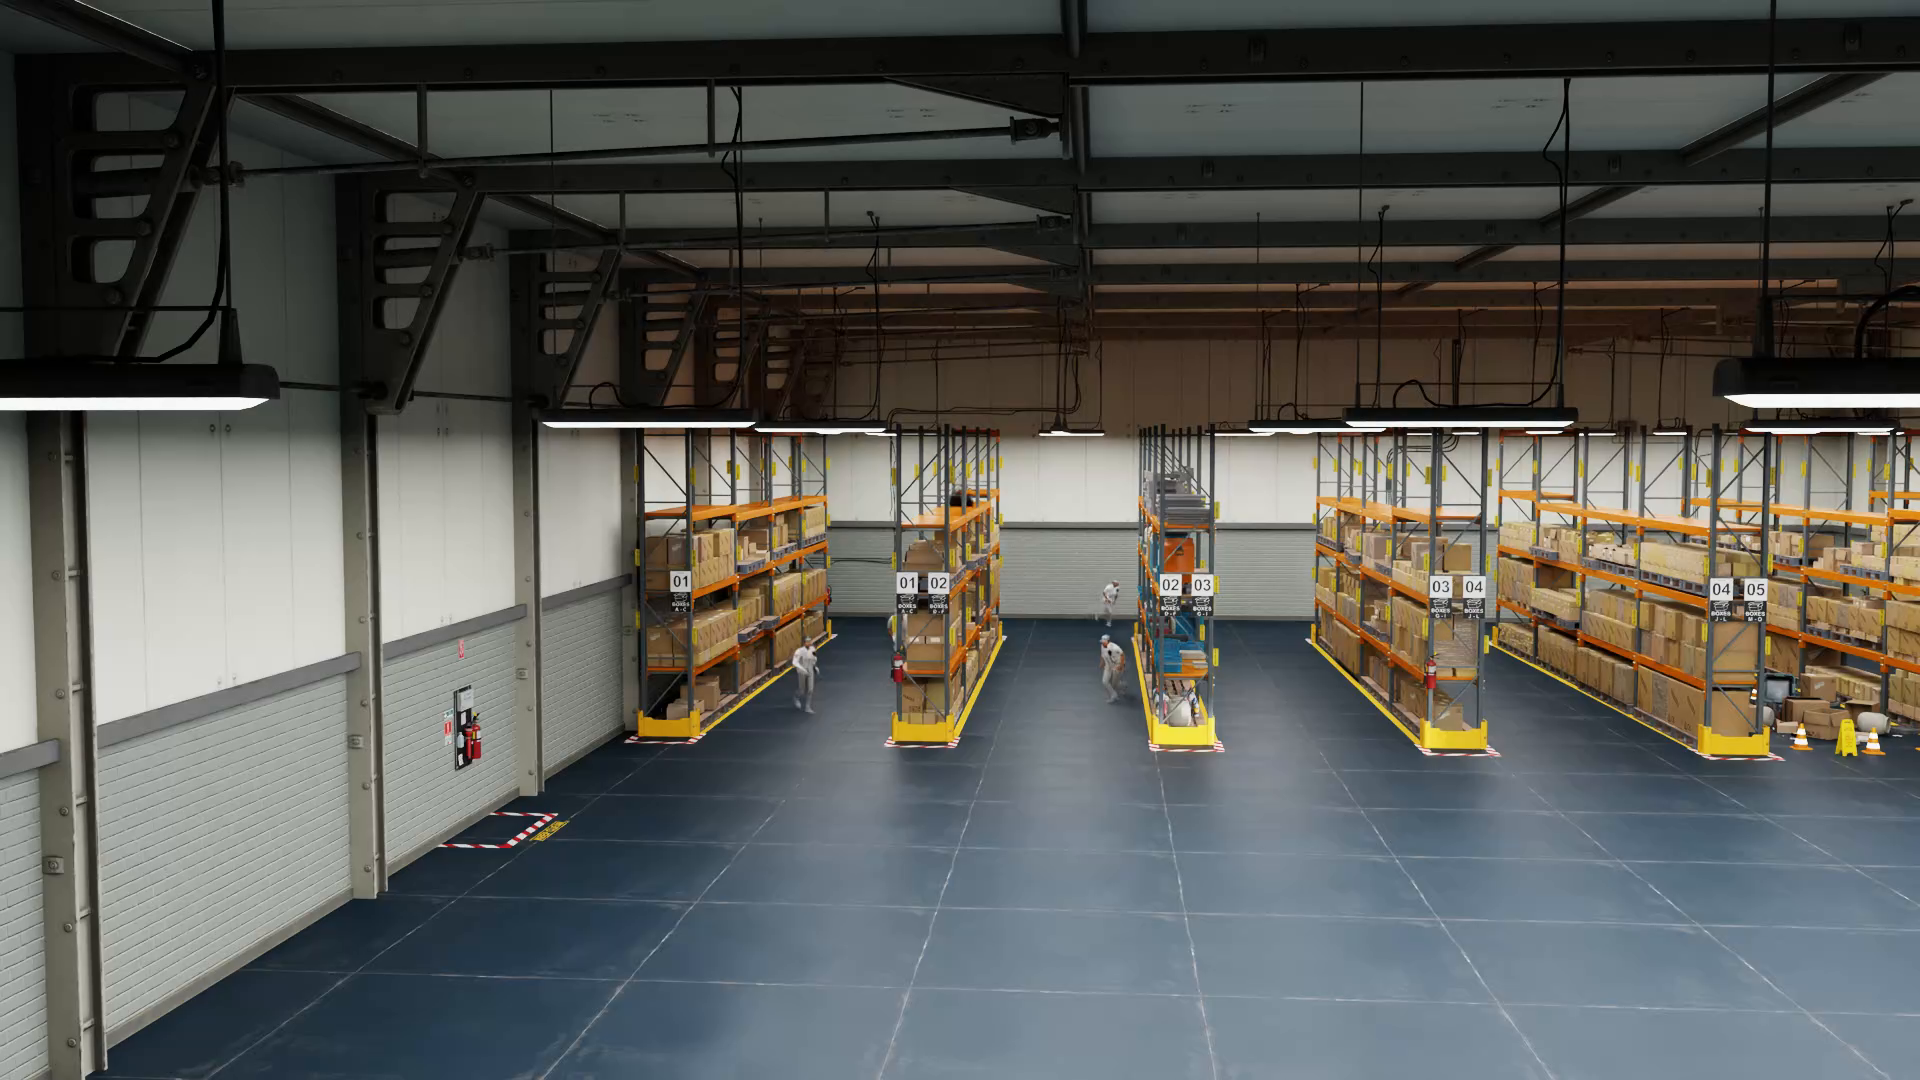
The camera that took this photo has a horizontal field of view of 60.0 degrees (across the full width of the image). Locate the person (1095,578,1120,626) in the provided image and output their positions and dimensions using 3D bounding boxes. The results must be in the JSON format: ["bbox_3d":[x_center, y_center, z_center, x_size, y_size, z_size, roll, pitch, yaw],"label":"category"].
[{"bbox_3d":[4.541,1.895,50.963,0.572,1.484,0.946,-3,5,-40],"label":"person"}]

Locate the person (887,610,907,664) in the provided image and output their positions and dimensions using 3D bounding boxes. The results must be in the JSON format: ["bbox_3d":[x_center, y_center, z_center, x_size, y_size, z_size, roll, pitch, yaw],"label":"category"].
[{"bbox_3d":[-1.473,2.431,40.738,0.664,1.615,0.936,-1,4,-12],"label":"person"}]

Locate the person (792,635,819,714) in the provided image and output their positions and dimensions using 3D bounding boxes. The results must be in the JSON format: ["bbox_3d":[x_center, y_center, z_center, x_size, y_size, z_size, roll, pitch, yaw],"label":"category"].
[{"bbox_3d":[-3.274,2.785,34.884,0.613,1.651,0.788,-2,4,-28],"label":"person"}]

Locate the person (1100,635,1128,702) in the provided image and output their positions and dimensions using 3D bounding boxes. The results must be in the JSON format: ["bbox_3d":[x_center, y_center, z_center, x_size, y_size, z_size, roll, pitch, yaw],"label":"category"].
[{"bbox_3d":[3.352,2.784,36.188,0.612,1.498,0.932,3,5,40],"label":"person"}]
